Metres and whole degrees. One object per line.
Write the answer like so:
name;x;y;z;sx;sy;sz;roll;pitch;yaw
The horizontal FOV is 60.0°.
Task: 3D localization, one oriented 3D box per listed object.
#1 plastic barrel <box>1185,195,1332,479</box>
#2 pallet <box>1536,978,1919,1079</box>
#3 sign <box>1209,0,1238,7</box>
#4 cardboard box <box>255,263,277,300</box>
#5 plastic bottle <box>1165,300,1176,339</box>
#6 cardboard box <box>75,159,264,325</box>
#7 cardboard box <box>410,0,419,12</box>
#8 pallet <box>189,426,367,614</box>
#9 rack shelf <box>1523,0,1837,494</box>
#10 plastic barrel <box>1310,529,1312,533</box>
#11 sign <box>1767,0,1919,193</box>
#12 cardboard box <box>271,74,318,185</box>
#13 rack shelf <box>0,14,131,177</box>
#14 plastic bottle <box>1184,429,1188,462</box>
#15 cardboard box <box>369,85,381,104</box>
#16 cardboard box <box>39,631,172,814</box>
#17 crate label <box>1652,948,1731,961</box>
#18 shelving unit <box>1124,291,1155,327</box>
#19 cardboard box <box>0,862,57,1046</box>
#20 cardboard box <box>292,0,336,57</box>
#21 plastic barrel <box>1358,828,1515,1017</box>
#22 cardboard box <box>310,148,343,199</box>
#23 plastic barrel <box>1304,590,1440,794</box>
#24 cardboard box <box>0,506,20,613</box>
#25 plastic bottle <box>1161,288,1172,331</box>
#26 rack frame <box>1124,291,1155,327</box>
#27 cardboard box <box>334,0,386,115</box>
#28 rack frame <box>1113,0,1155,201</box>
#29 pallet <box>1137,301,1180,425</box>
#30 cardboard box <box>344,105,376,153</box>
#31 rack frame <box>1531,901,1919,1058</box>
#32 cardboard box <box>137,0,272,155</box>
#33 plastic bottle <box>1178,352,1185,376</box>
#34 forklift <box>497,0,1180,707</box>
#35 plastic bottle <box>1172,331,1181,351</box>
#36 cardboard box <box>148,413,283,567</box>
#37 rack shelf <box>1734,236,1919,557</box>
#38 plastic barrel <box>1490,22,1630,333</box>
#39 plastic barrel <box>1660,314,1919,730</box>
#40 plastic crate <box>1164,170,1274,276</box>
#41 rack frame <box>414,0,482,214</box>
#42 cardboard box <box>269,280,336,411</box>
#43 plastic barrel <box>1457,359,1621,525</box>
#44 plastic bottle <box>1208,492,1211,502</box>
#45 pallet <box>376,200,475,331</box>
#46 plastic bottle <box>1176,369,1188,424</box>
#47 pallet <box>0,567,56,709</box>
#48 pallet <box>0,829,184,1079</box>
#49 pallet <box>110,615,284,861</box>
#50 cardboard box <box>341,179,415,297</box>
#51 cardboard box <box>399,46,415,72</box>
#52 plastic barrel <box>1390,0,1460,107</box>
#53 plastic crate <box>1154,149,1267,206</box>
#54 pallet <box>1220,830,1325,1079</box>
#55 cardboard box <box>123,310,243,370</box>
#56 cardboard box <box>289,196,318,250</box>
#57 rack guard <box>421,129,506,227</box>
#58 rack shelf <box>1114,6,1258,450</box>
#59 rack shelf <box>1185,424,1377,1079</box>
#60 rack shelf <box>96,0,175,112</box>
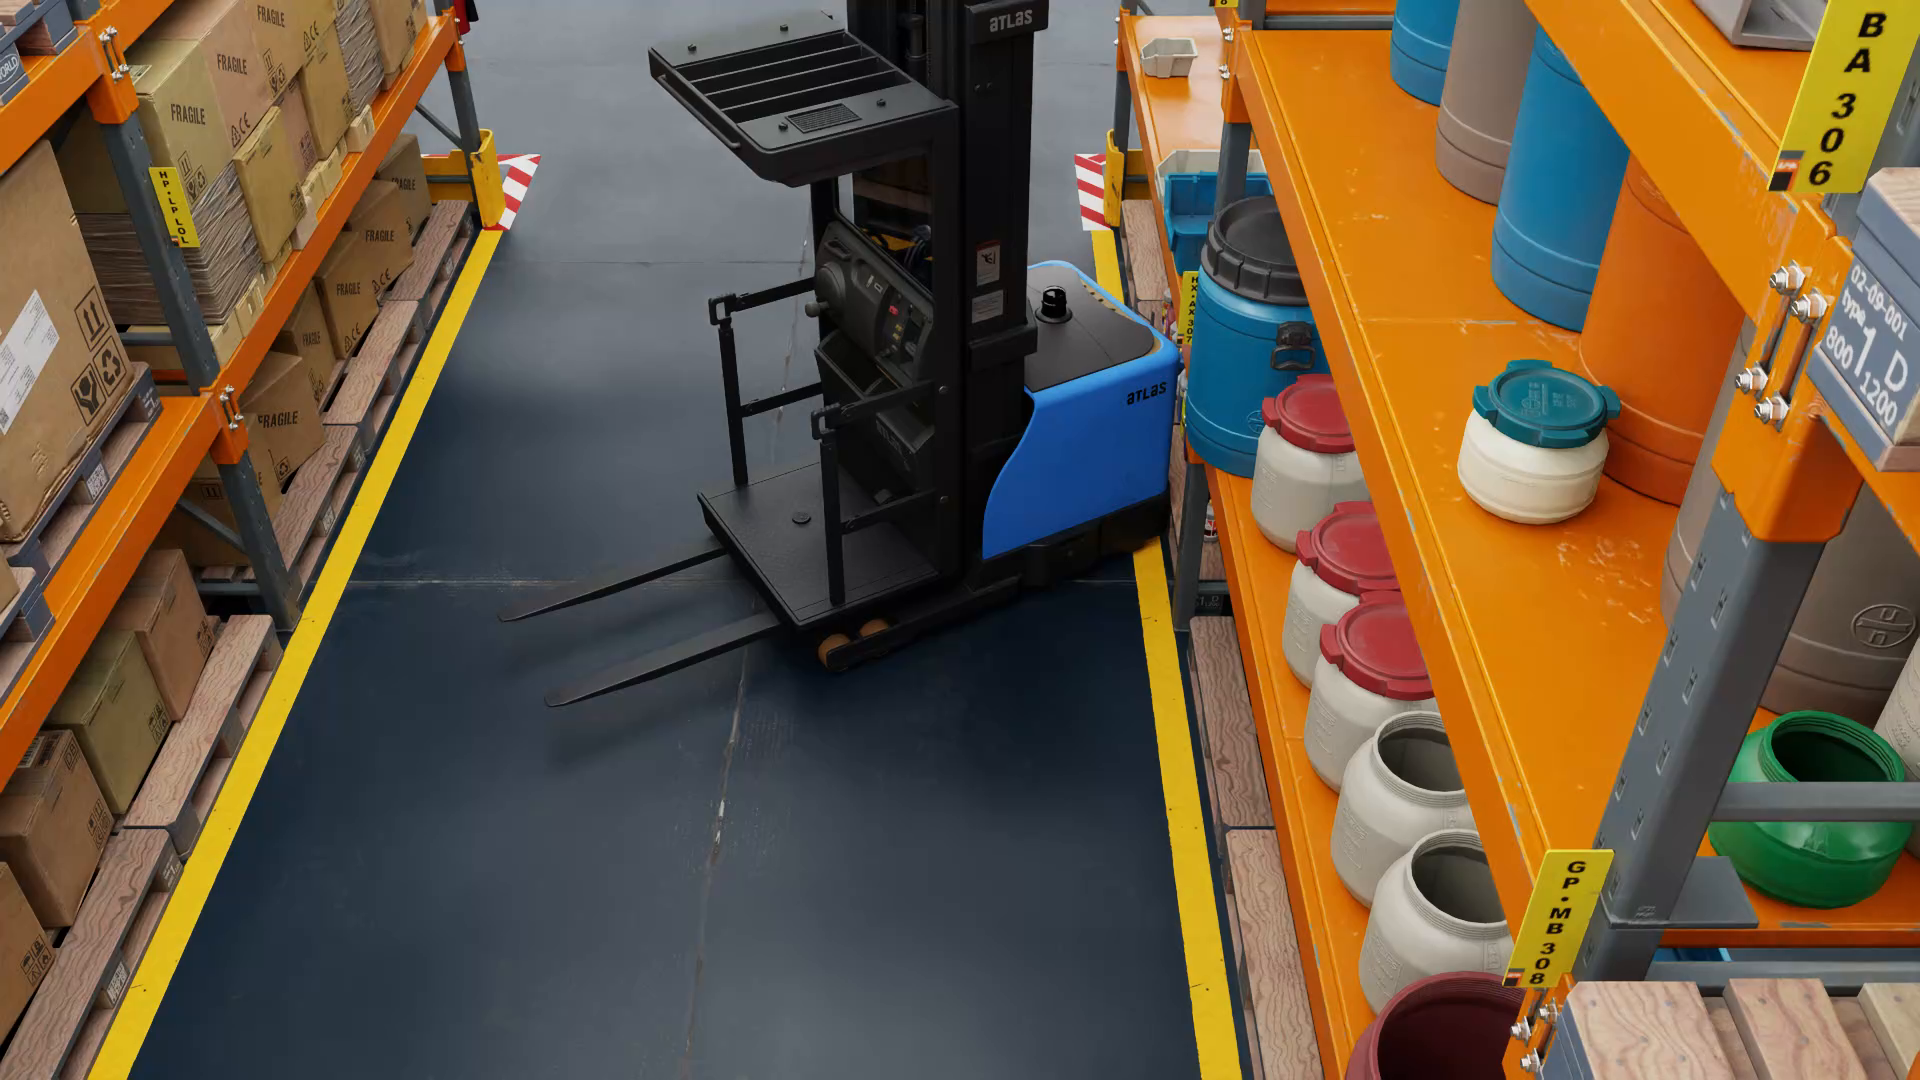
plastic barrel;1.158;-0.745;6.126;0.600;0.901;0.708;0;39;0
pallet;1.368;1.091;1.987;1.003;0.211;1.213;0;39;0
sign;0.910;-1.972;5.652;0.100;0.325;0.005;0;39;0
cardboard box;-3.207;-1.137;7.217;0.380;0.149;0.250;0;39;0
plastic bottle;1.128;-1.129;8.826;0.061;0.283;0.133;1;39;1
cardboard box;-3.431;-1.225;6.807;0.875;0.500;0.500;0;39;0
cardboard box;-3.524;-3.100;9.148;0.875;0.500;0.500;0;39;0
pallet;-3.529;-0.120;7.976;1.003;0.211;1.213;0;39;0
rack shelf;1.463;-1.445;3.498;1.077;0.370;4.000;0;39;0
plastic barrel;1.309;0.090;5.595;0.301;0.262;0.301;0;39;0
sign;0.915;-0.500;1.682;0.100;0.325;0.005;0;39;0
cardboard box;-3.498;-1.850;7.587;0.875;0.500;0.500;0;39;0
rack shelf;-3.490;-0.427;4.306;1.077;0.370;4.000;0;39;0
plastic bottle;1.129;-0.528;8.076;0.061;0.283;0.133;2;39;3
cardboard box;-3.295;-2.388;8.777;0.380;0.149;0.250;0;39;0
cardboard box;-3.532;0.698;6.373;0.700;0.500;0.500;0;39;0
crate label;1.734;1.075;4.228;0.502;0.435;0.616;0;39;0
shelving unit;0.777;-0.762;8.226;0.210;0.900;0.258;-20;43;-23
cardboard box;-3.530;1.397;5.501;0.700;0.500;0.500;3;39;4
cardboard box;-3.253;-2.553;7.665;0.500;0.500;0.500;0;39;0
plastic barrel;1.250;1.023;4.231;0.421;0.512;0.421;0;39;0
cardboard box;-3.207;-1.763;7.997;0.380;0.149;0.250;0;39;0
plastic barrel;1.244;0.483;4.885;0.433;0.535;0.433;0;39;0
cardboard box;-3.398;0.092;5.064;0.797;0.503;0.637;4;39;5
plastic bottle;1.146;-1.266;9.006;0.097;0.271;0.097;0;39;0
rack frame;0.864;-0.794;8.266;0.006;0.900;0.240;-20;43;-23
cardboard box;-3.446;-2.475;8.368;0.875;0.500;0.500;0;39;0
rack frame;1.456;-3.293;9.706;1.000;3.000;0.127;0;39;0
pallet;1.497;-0.888;8.935;1.003;0.211;1.213;0;39;0
cardboard box;-3.184;-2.075;8.387;0.380;0.149;0.250;0;39;0
rack frame;1.465;1.710;3.463;1.000;3.000;0.127;0;39;0
cardboard box;-3.241;-1.927;6.885;0.500;0.500;0.500;0;39;0
plastic bottle;1.147;-0.862;8.503;0.097;0.271;0.097;0;39;0
forklift;-0.542;-0.946;6.832;3.031;2.935;1.130;-20;43;-23
plastic bottle;1.147;-0.989;8.661;0.097;0.271;0.097;0;39;0
cardboard box;-3.453;-0.227;7.543;0.500;0.500;0.500;-1;39;-1
rack shelf;1.467;1.056;0.377;1.077;0.370;4.000;0;39;0
plastic barrel;1.680;-1.022;4.072;0.600;0.901;0.708;0;39;0
plastic barrel;1.681;-0.170;3.009;0.600;0.901;0.600;0;39;0
plastic crate;1.188;-1.425;7.494;0.499;0.251;0.616;0;39;0
rack frame;-3.497;-3.289;9.702;1.000;3.000;0.127;0;39;0
cardboard box;-3.540;-0.973;8.474;0.500;0.500;0.500;-3;39;-4
plastic barrel;1.230;-0.202;3.561;0.301;0.262;0.301;0;39;0
plastic bottle;1.130;-0.204;7.672;0.061;0.283;0.133;2;39;2
pallet;-3.531;-1.646;9.880;1.003;0.211;1.213;0;39;0
plastic bottle;1.175;-0.726;8.330;0.152;0.276;0.135;1;39;1
pallet;-3.531;0.550;5.063;1.003;0.211;1.213;0;39;0
pallet;-3.486;1.552;5.890;1.003;0.211;1.213;0;39;0
pallet;-3.490;0.787;6.845;1.003;0.211;1.213;0;39;0
cardboard box;-3.478;-1.714;9.398;0.500;0.500;0.500;10;40;12
cardboard box;-3.239;-2.701;9.168;0.380;0.149;0.250;0;39;0
plastic barrel;1.678;-1.840;5.093;0.600;0.901;0.708;0;39;0
plastic crate;1.205;-1.704;7.934;0.530;0.136;0.437;0;39;0
pallet;1.504;1.553;5.889;1.003;0.211;1.213;0;39;0
cardboard box;-3.192;-0.825;6.827;0.380;0.149;0.250;0;39;0
cardboard box;-3.176;-1.450;7.607;0.380;0.149;0.250;0;39;0
rack guard;-3.497;-2.266;10.424;1.175;0.500;0.348;0;39;0
rack shelf;1.458;-1.762;8.370;1.077;0.370;4.000;0;39;0
rack shelf;1.463;0.740;5.249;1.077;0.370;4.000;0;39;0
rack shelf;-3.495;-2.928;7.428;1.077;0.370;4.000;0;39;0
